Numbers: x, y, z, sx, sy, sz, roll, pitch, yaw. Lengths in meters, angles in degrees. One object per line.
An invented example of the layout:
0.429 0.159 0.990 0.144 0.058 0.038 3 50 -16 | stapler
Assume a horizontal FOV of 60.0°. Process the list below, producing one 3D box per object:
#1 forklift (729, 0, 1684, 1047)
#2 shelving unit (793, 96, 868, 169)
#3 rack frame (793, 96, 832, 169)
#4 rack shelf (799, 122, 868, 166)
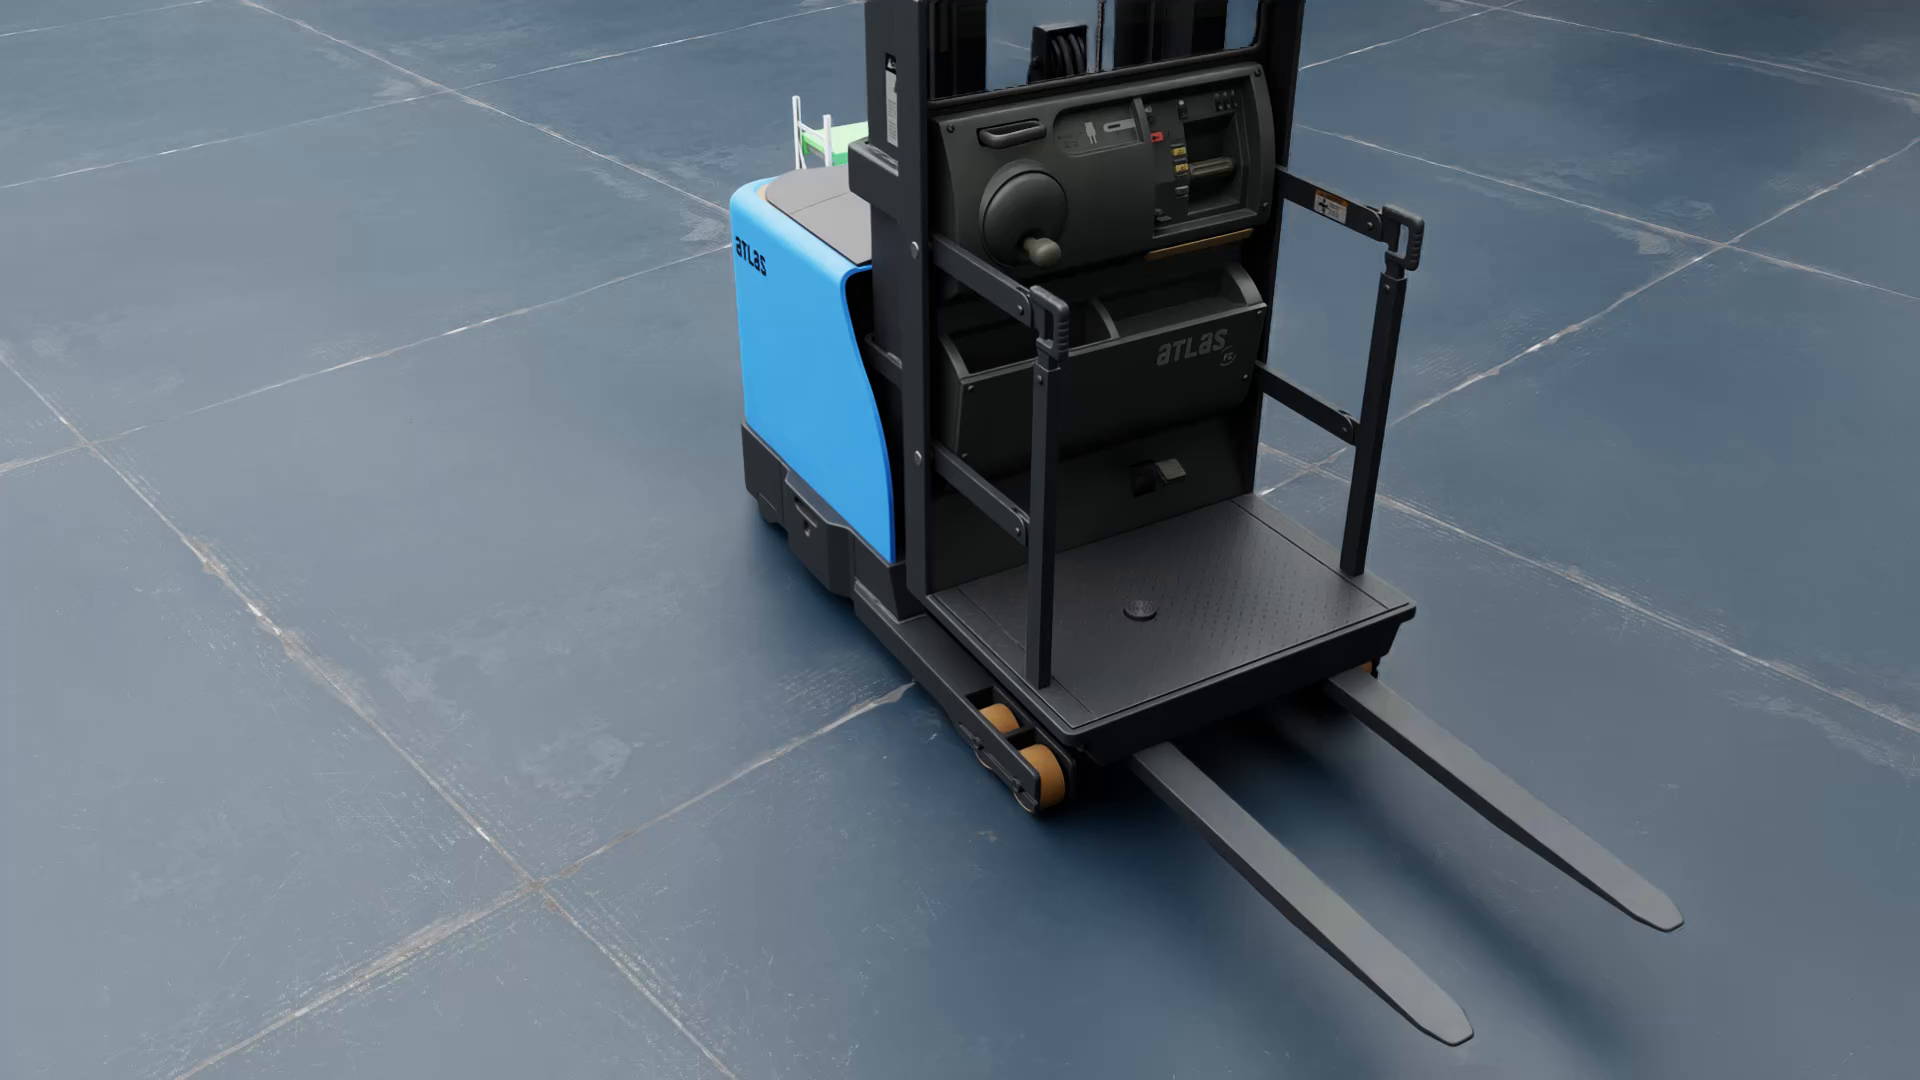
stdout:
0.480 -0.850 3.830 1.130 2.935 3.031 -17 35 -25 | forklift
-0.249 -0.894 5.561 0.503 1.200 0.258 -17 35 -25 | shelving unit
-0.460 -0.829 5.456 0.015 1.200 0.240 -17 35 -25 | rack frame
-0.249 -1.249 5.344 0.480 0.148 0.258 -17 35 -25 | rack shelf
